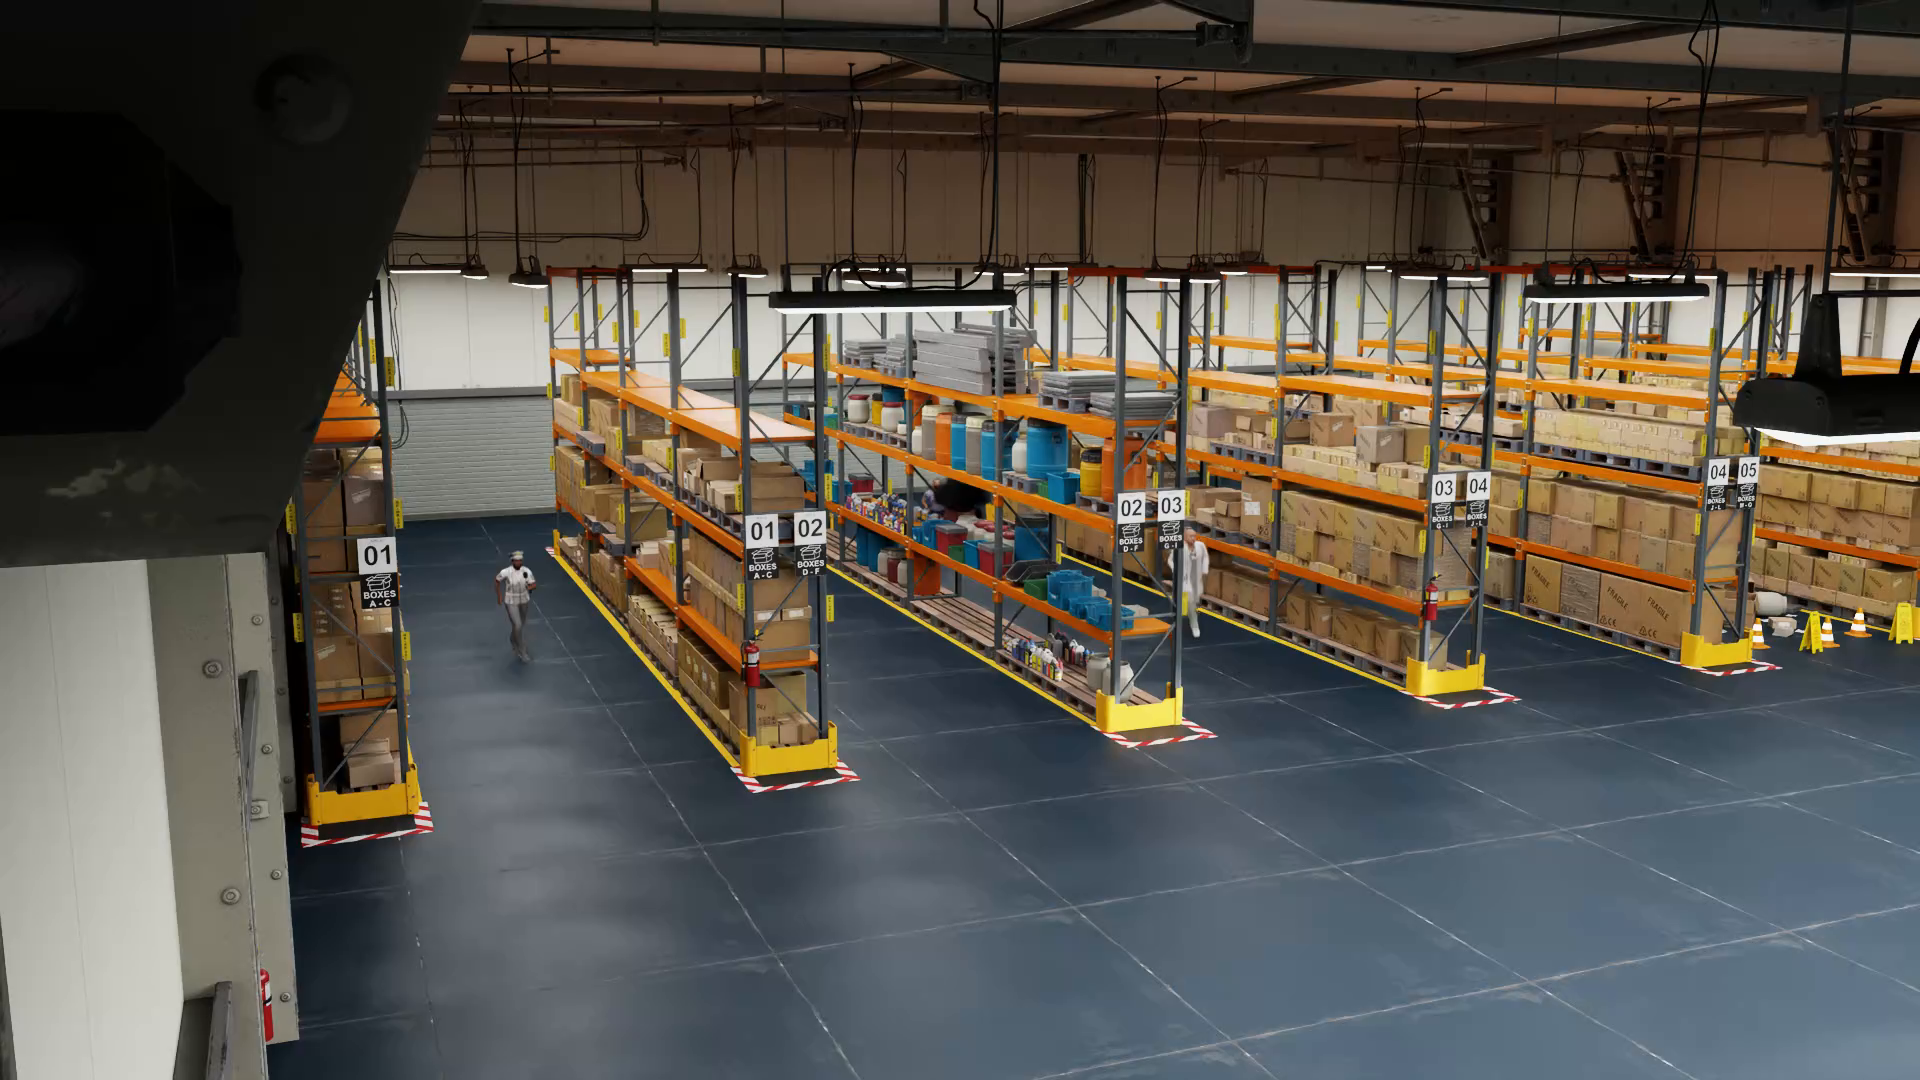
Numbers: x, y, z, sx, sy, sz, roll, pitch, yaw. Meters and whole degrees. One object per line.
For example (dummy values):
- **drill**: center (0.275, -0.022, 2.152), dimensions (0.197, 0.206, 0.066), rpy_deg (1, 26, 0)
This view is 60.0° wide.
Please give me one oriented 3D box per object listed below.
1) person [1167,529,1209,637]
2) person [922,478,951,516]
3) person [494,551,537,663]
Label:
- **person**: center (3.774, 0.666, 27.626), dimensions (0.725, 1.766, 0.908), rpy_deg (-3, 10, -18)
- **person**: center (-0.438, -0.495, 34.813), dimensions (0.587, 1.613, 0.583), rpy_deg (-5, 11, -26)
- **person**: center (-6.913, 0.998, 25.953), dimensions (0.559, 1.712, 0.901), rpy_deg (-8, 13, -37)
